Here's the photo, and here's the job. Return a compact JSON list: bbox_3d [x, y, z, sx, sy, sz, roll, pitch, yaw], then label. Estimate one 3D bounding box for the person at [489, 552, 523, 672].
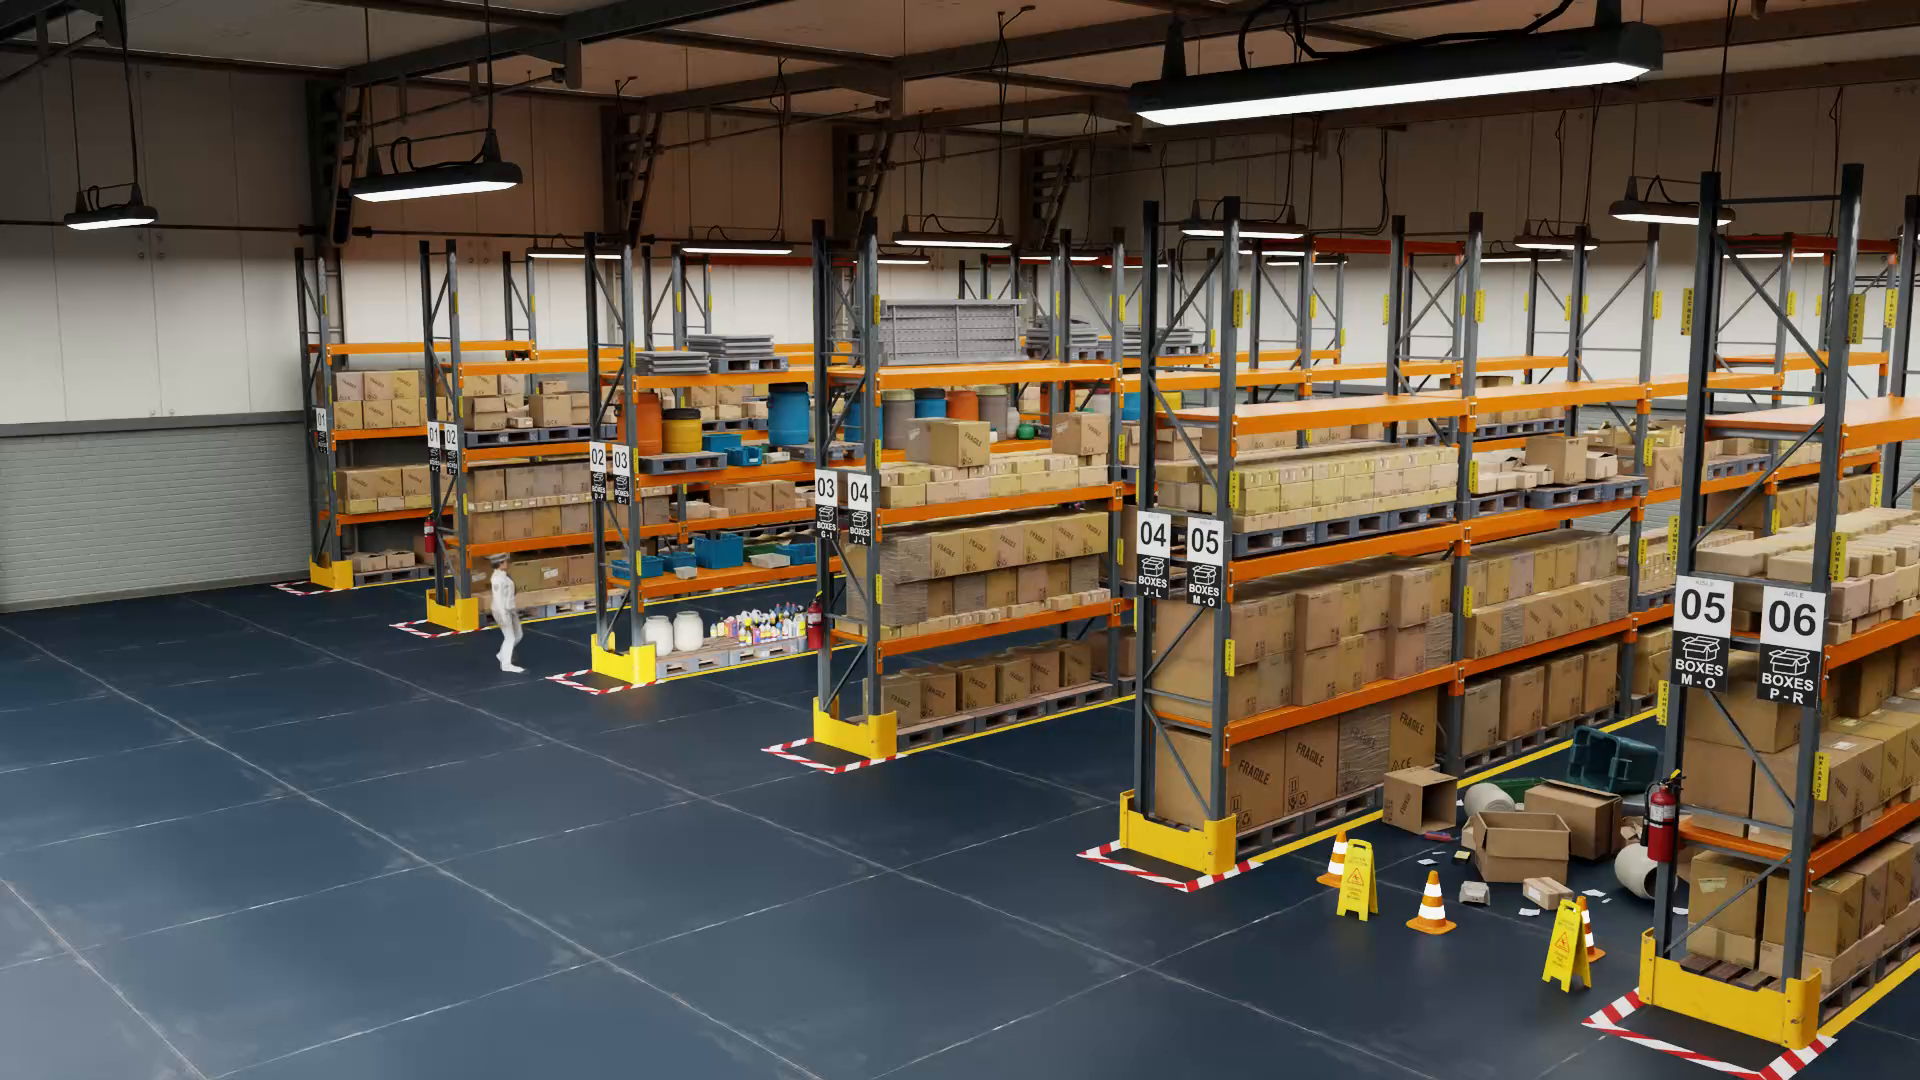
[{"bbox_3d":[-6.303,0.993,23.003,0.462,1.656,0.519,1,8,9],"label":"person"}]
